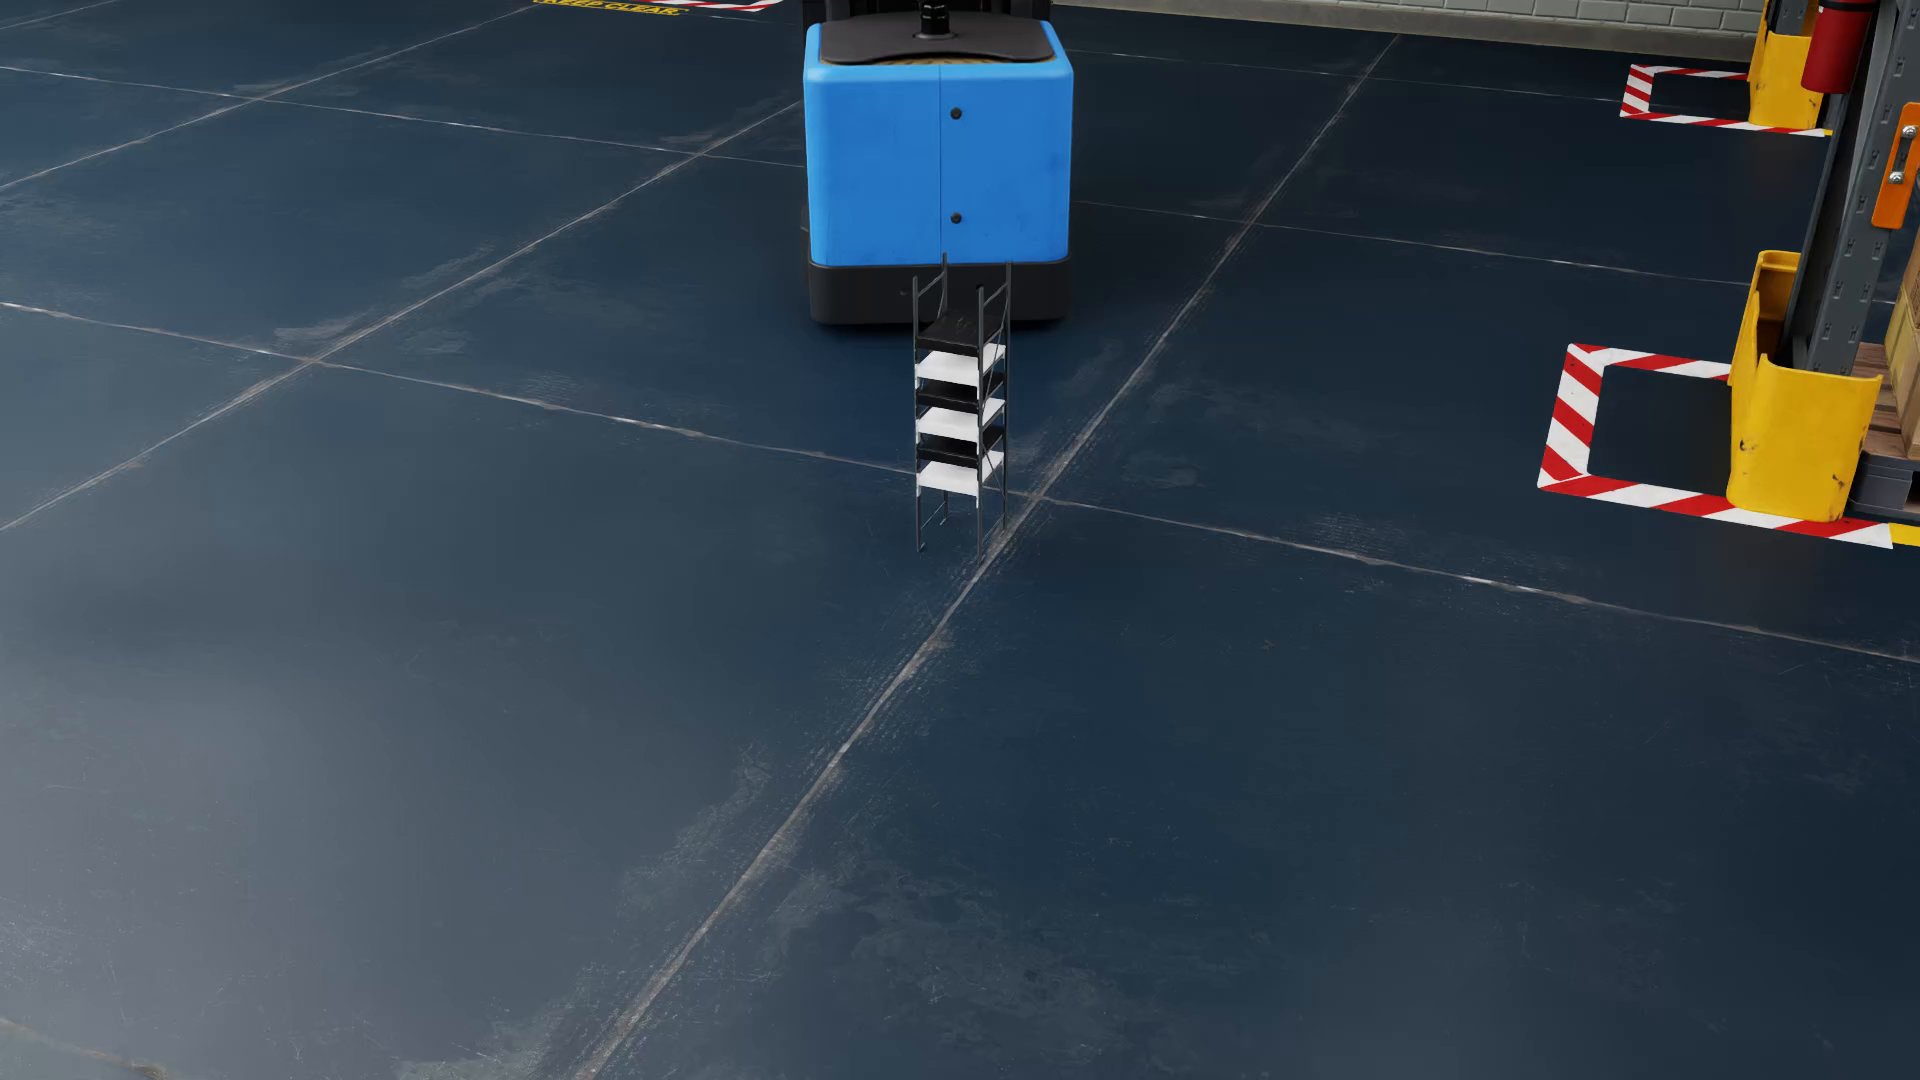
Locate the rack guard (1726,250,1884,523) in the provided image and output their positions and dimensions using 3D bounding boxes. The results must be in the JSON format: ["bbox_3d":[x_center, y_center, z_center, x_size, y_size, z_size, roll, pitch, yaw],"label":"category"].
[{"bbox_3d":[2.888,-0.560,5.733,0.348,0.500,1.175,11,31,19],"label":"rack guard"}]

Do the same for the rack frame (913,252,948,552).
[{"bbox_3d":[-0.087,-0.409,5.059,0.006,0.900,0.240,11,31,19],"label":"rack frame"}]

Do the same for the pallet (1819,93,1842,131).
[{"bbox_3d":[5.579,-2.509,9.474,1.213,0.211,1.003,11,31,19],"label":"pallet"}]

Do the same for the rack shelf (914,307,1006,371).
[{"bbox_3d":[0.008,-0.596,4.909,0.200,0.077,0.258,11,31,19],"label":"rack shelf"}]

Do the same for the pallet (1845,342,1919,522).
[{"bbox_3d":[3.635,-0.308,5.580,1.213,0.211,1.003,11,31,19],"label":"pallet"}]

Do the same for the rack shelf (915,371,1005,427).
[{"bbox_3d":[0.008,-0.440,4.998,0.200,0.077,0.258,11,31,19],"label":"rack shelf"}]

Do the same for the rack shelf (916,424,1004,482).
[{"bbox_3d":[0.008,-0.283,5.087,0.200,0.077,0.258,11,31,19],"label":"rack shelf"}]

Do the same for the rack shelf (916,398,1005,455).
[{"bbox_3d":[0.008,-0.361,5.042,0.200,0.077,0.258,11,31,19],"label":"rack shelf"}]

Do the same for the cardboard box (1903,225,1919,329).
[{"bbox_3d":[3.519,-0.993,5.563,0.500,0.500,0.500,11,31,19],"label":"cardboard box"}]

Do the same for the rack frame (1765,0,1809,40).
[{"bbox_3d":[4.769,-3.903,9.107,0.127,3.000,1.000,11,31,19],"label":"rack frame"}]

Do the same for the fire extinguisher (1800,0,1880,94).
[{"bbox_3d":[2.976,-1.844,5.543,0.183,0.674,0.296,11,31,19],"label":"fire extinguisher"}]

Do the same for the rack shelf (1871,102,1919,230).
[{"bbox_3d":[4.764,-0.961,4.632,4.000,0.370,1.077,11,31,19],"label":"rack shelf"}]

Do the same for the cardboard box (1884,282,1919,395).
[{"bbox_3d":[3.518,-0.665,5.746,0.500,0.250,0.500,11,31,19],"label":"cardboard box"}]

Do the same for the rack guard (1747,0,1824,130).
[{"bbox_3d":[4.840,-2.801,9.698,0.348,0.500,1.175,11,31,19],"label":"rack guard"}]

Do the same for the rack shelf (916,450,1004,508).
[{"bbox_3d":[0.008,-0.205,5.131,0.200,0.077,0.258,11,31,19],"label":"rack shelf"}]

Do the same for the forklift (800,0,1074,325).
[{"bbox_3d":[-0.164,-2.827,7.272,1.130,2.935,3.031,-2,30,-3],"label":"forklift"}]

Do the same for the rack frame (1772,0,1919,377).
[{"bbox_3d":[2.910,-1.644,5.110,0.127,3.000,1.000,11,31,19],"label":"rack frame"}]

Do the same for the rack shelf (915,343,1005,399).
[{"bbox_3d":[0.008,-0.518,4.954,0.200,0.077,0.258,11,31,19],"label":"rack shelf"}]

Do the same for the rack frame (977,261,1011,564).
[{"bbox_3d":[0.102,-0.371,4.993,0.006,0.900,0.240,11,31,19],"label":"rack frame"}]

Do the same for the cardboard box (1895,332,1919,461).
[{"bbox_3d":[3.324,-0.429,5.328,0.500,0.250,0.500,11,31,19],"label":"cardboard box"}]

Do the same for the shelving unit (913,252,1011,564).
[{"bbox_3d":[0.008,-0.390,5.026,0.210,0.900,0.258,11,31,19],"label":"shelving unit"}]
